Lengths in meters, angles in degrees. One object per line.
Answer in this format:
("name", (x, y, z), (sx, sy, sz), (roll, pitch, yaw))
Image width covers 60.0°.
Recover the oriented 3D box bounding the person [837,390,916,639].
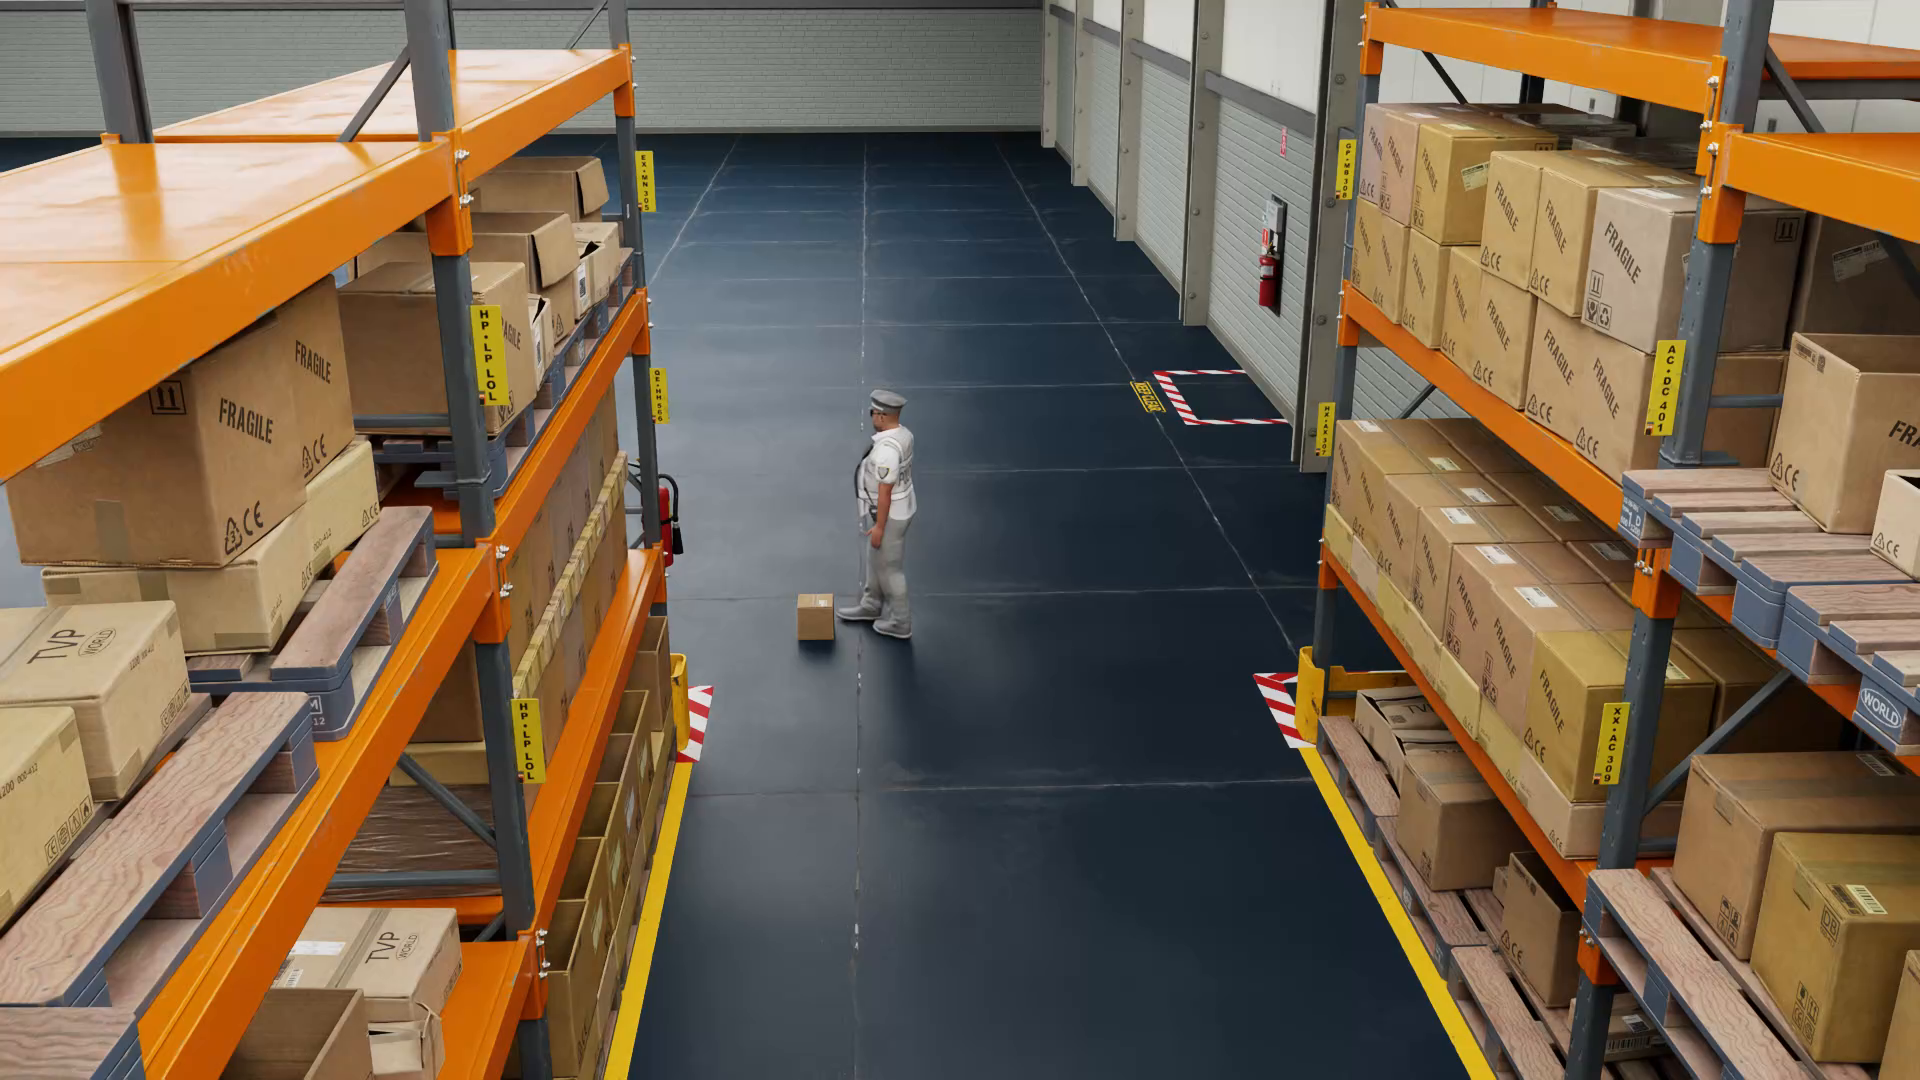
("person", (-0.617, -0.189, 11.550), (0.613, 1.752, 0.541), (4, 21, 10))
